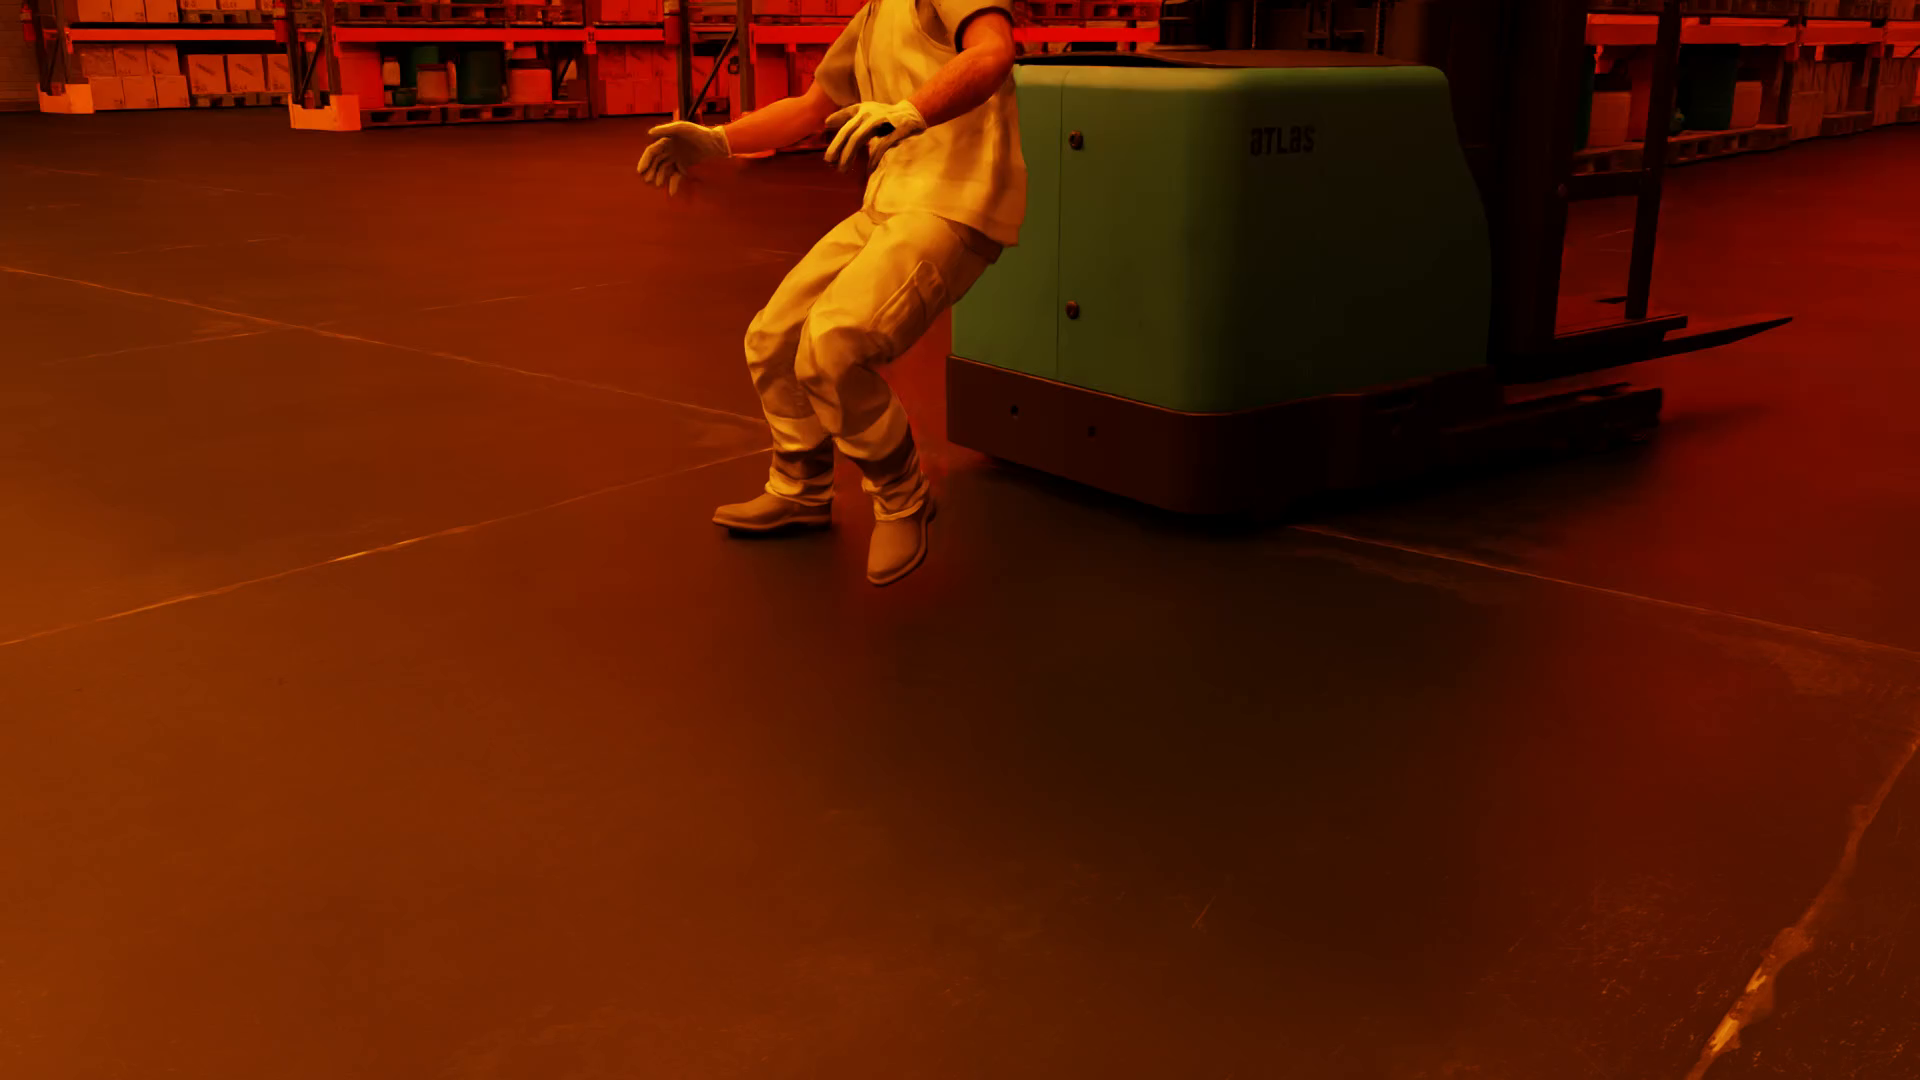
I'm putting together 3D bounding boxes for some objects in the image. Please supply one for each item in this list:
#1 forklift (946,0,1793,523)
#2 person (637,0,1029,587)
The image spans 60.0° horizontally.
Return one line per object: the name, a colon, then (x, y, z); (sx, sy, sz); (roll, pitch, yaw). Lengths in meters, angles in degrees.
forklift: (1.444, -1.766, 4.712); (3.031, 2.935, 1.130); (-12, 21, -35)
person: (-0.232, -0.688, 3.474); (0.716, 1.595, 0.925); (-7, 18, -22)
